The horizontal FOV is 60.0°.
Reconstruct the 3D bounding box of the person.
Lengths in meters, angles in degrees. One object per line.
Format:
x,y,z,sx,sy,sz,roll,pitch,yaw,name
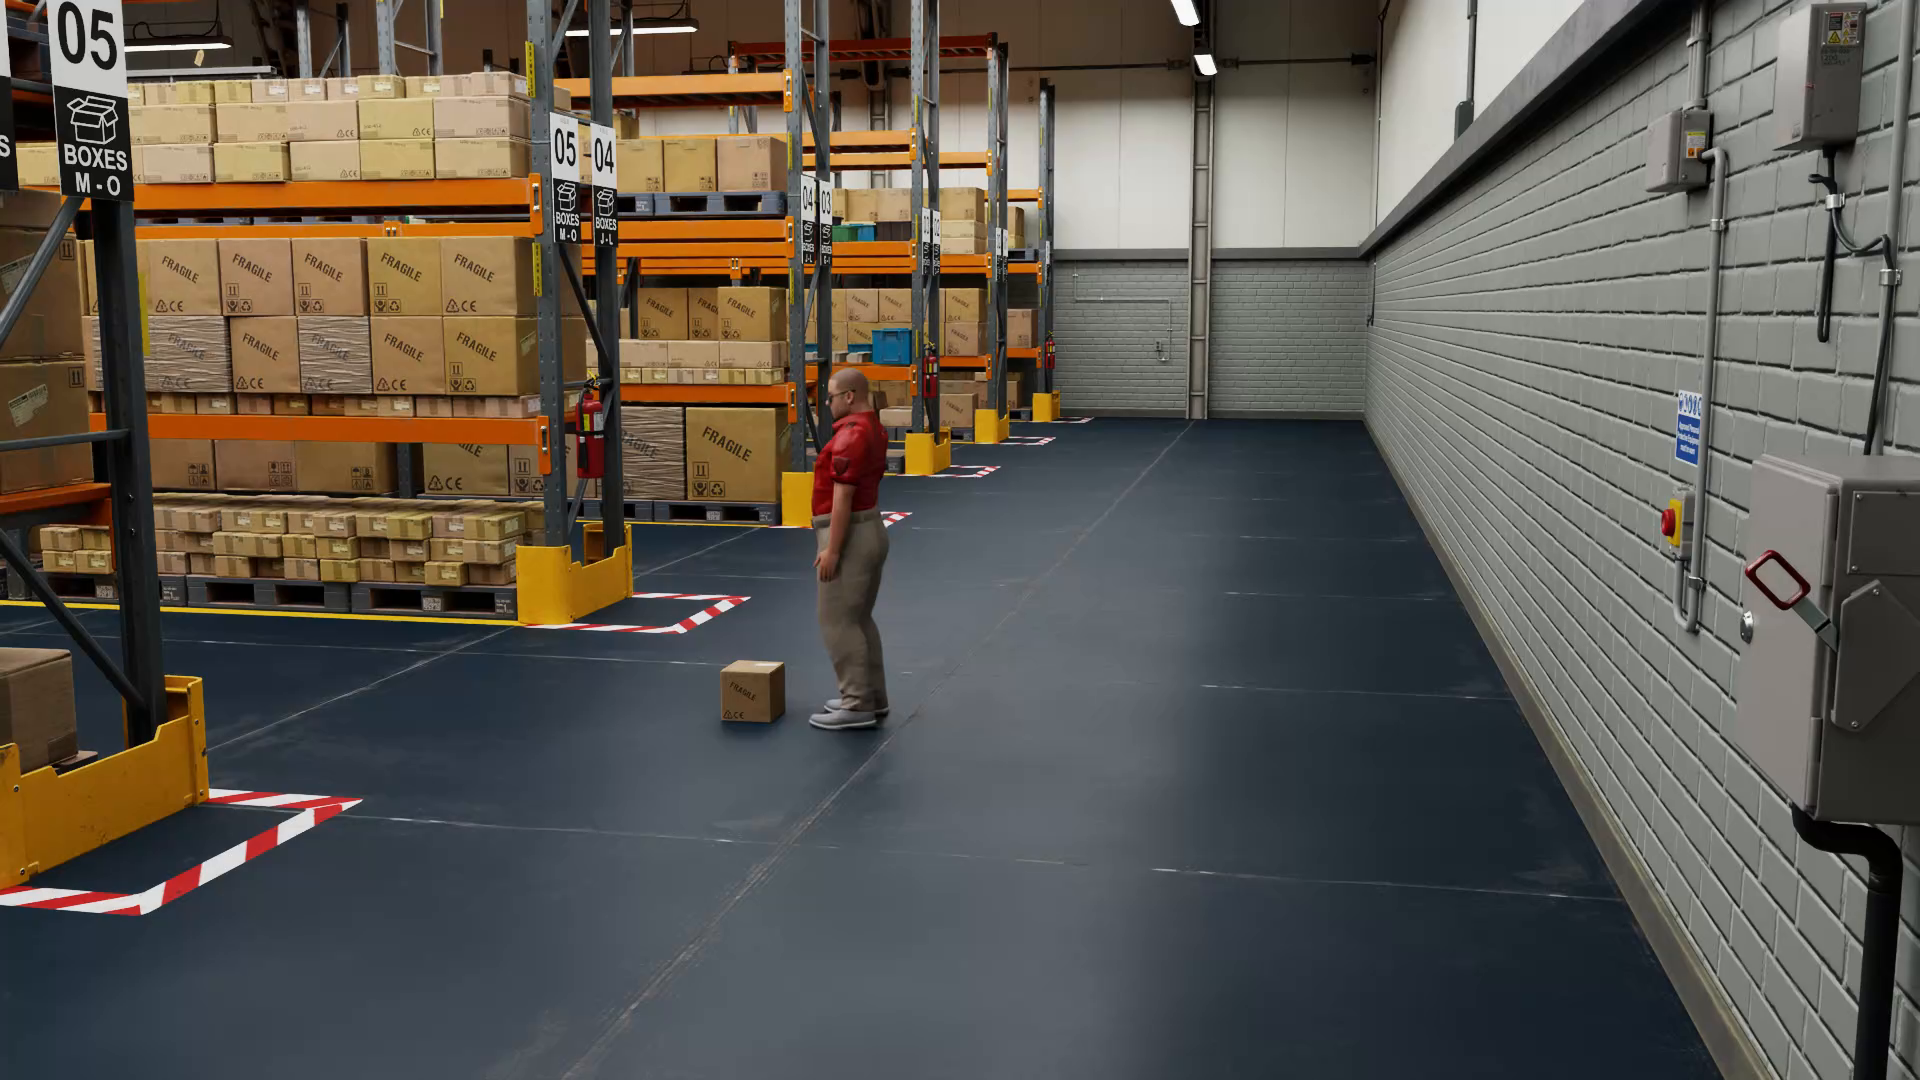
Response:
-0.545,0.036,8.004,0.359,1.721,0.529,2,8,12,person
